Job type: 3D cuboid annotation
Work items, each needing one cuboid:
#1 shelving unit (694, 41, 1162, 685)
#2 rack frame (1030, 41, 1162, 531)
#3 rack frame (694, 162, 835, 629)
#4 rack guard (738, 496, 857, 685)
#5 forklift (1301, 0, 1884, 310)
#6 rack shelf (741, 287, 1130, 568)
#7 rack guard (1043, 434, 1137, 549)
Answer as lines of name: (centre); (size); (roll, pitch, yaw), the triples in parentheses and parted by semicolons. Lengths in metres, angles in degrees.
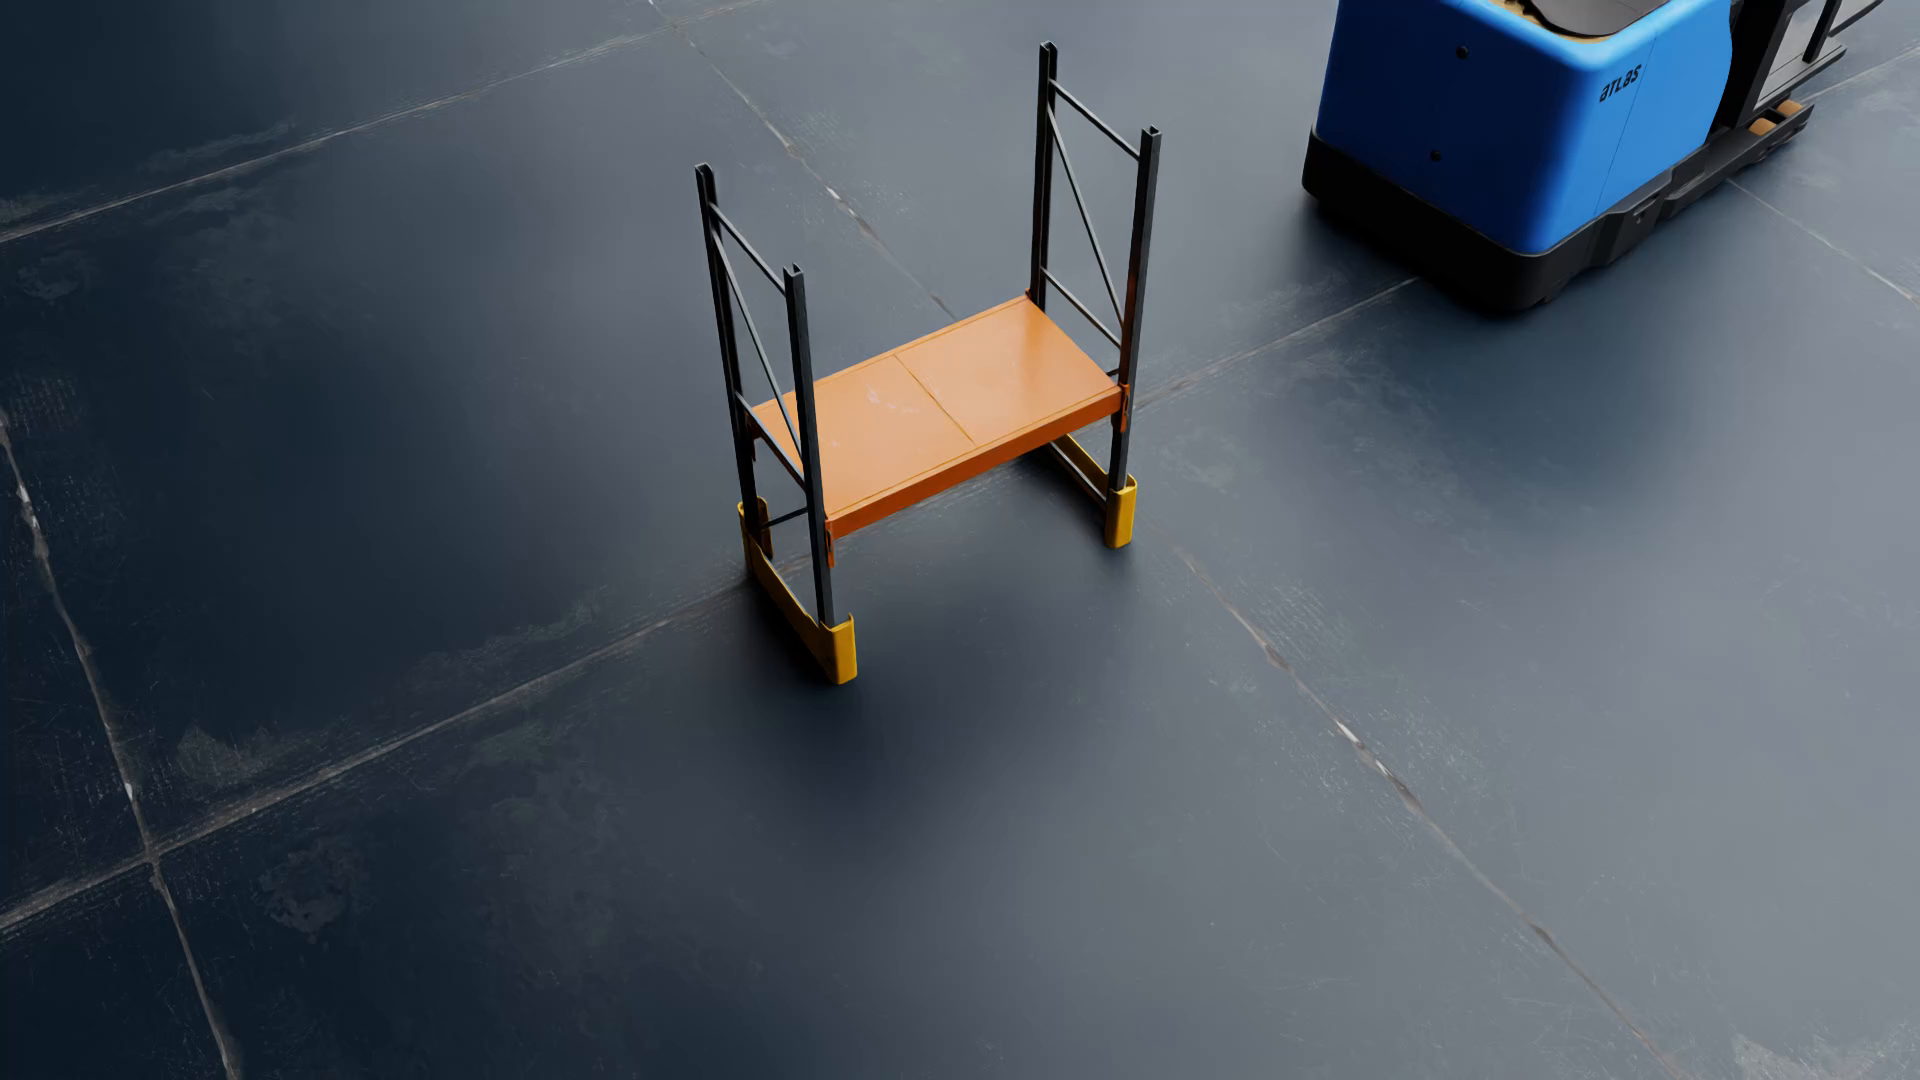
shelving unit: (-0.064, -0.468, 4.663); (1.083, 1.500, 0.587); (-25, 53, -21)
rack frame: (0.358, -0.667, 4.840); (0.032, 1.500, 0.500); (-25, 53, -21)
rack frame: (-0.502, -0.262, 4.479); (0.032, 1.500, 0.500); (-25, 53, -21)
rack guard: (-0.486, 0.146, 4.953); (0.087, 0.250, 0.587); (-25, 53, -21)
forklift: (2.756, -2.740, 5.727); (3.031, 2.935, 1.130); (-33, 56, -26)
rack shelf: (-0.072, -0.345, 4.794); (1.000, 0.185, 0.538); (-25, 53, -21)
rack guard: (0.357, -0.251, 5.306); (0.087, 0.250, 0.587); (-25, 53, -21)
